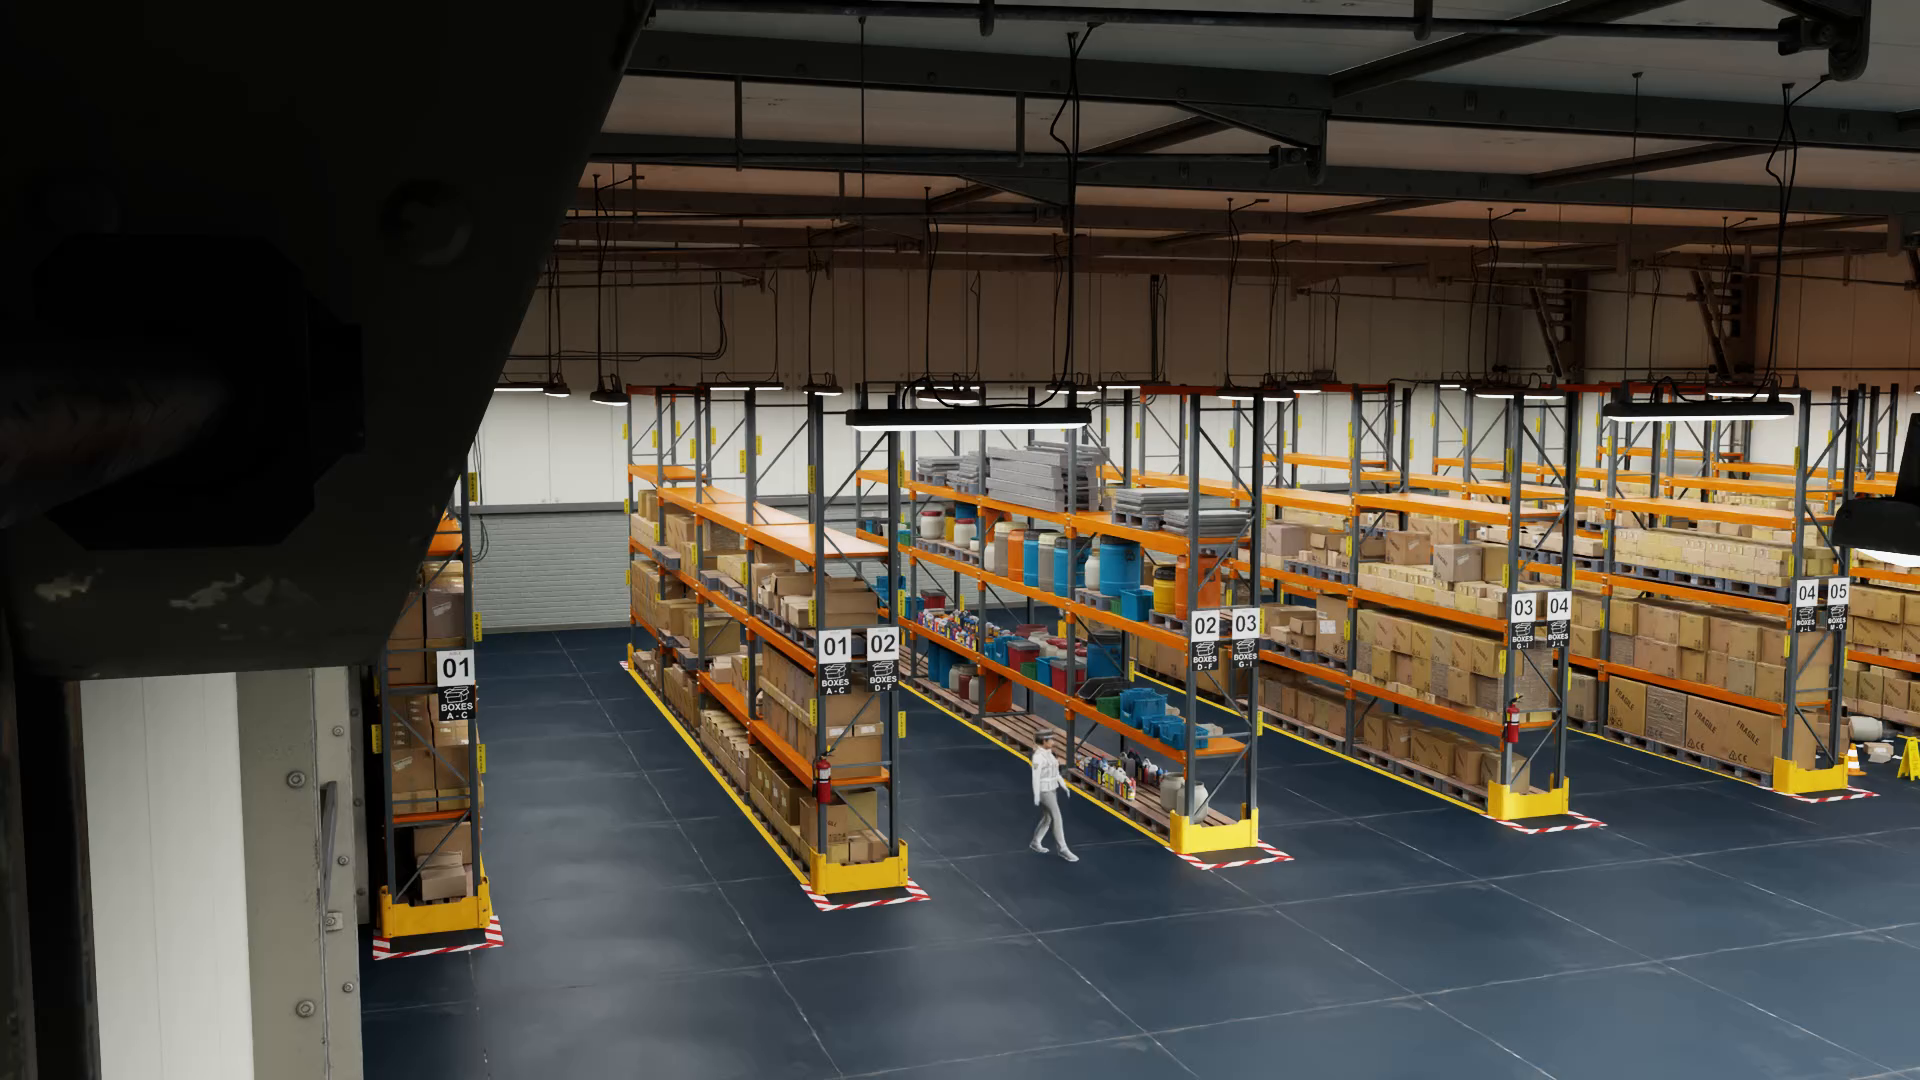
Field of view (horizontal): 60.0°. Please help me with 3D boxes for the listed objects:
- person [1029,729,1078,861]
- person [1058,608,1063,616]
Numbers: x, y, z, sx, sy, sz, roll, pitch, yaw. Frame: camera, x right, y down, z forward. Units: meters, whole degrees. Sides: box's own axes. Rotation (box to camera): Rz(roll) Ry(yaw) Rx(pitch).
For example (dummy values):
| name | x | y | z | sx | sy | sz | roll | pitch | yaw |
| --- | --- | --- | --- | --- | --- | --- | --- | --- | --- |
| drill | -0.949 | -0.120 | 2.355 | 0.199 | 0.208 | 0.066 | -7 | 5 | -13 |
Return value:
| name | x | y | z | sx | sy | sz | roll | pitch | yaw |
| --- | --- | --- | --- | --- | --- | --- | --- | --- | --- |
| person | 1.233 | 3.300 | 21.645 | 0.753 | 1.667 | 0.516 | 2 | 6 | 22 |
| person | 2.731 | 1.134 | 41.896 | 0.566 | 1.705 | 1.079 | -3 | 7 | -28 |
